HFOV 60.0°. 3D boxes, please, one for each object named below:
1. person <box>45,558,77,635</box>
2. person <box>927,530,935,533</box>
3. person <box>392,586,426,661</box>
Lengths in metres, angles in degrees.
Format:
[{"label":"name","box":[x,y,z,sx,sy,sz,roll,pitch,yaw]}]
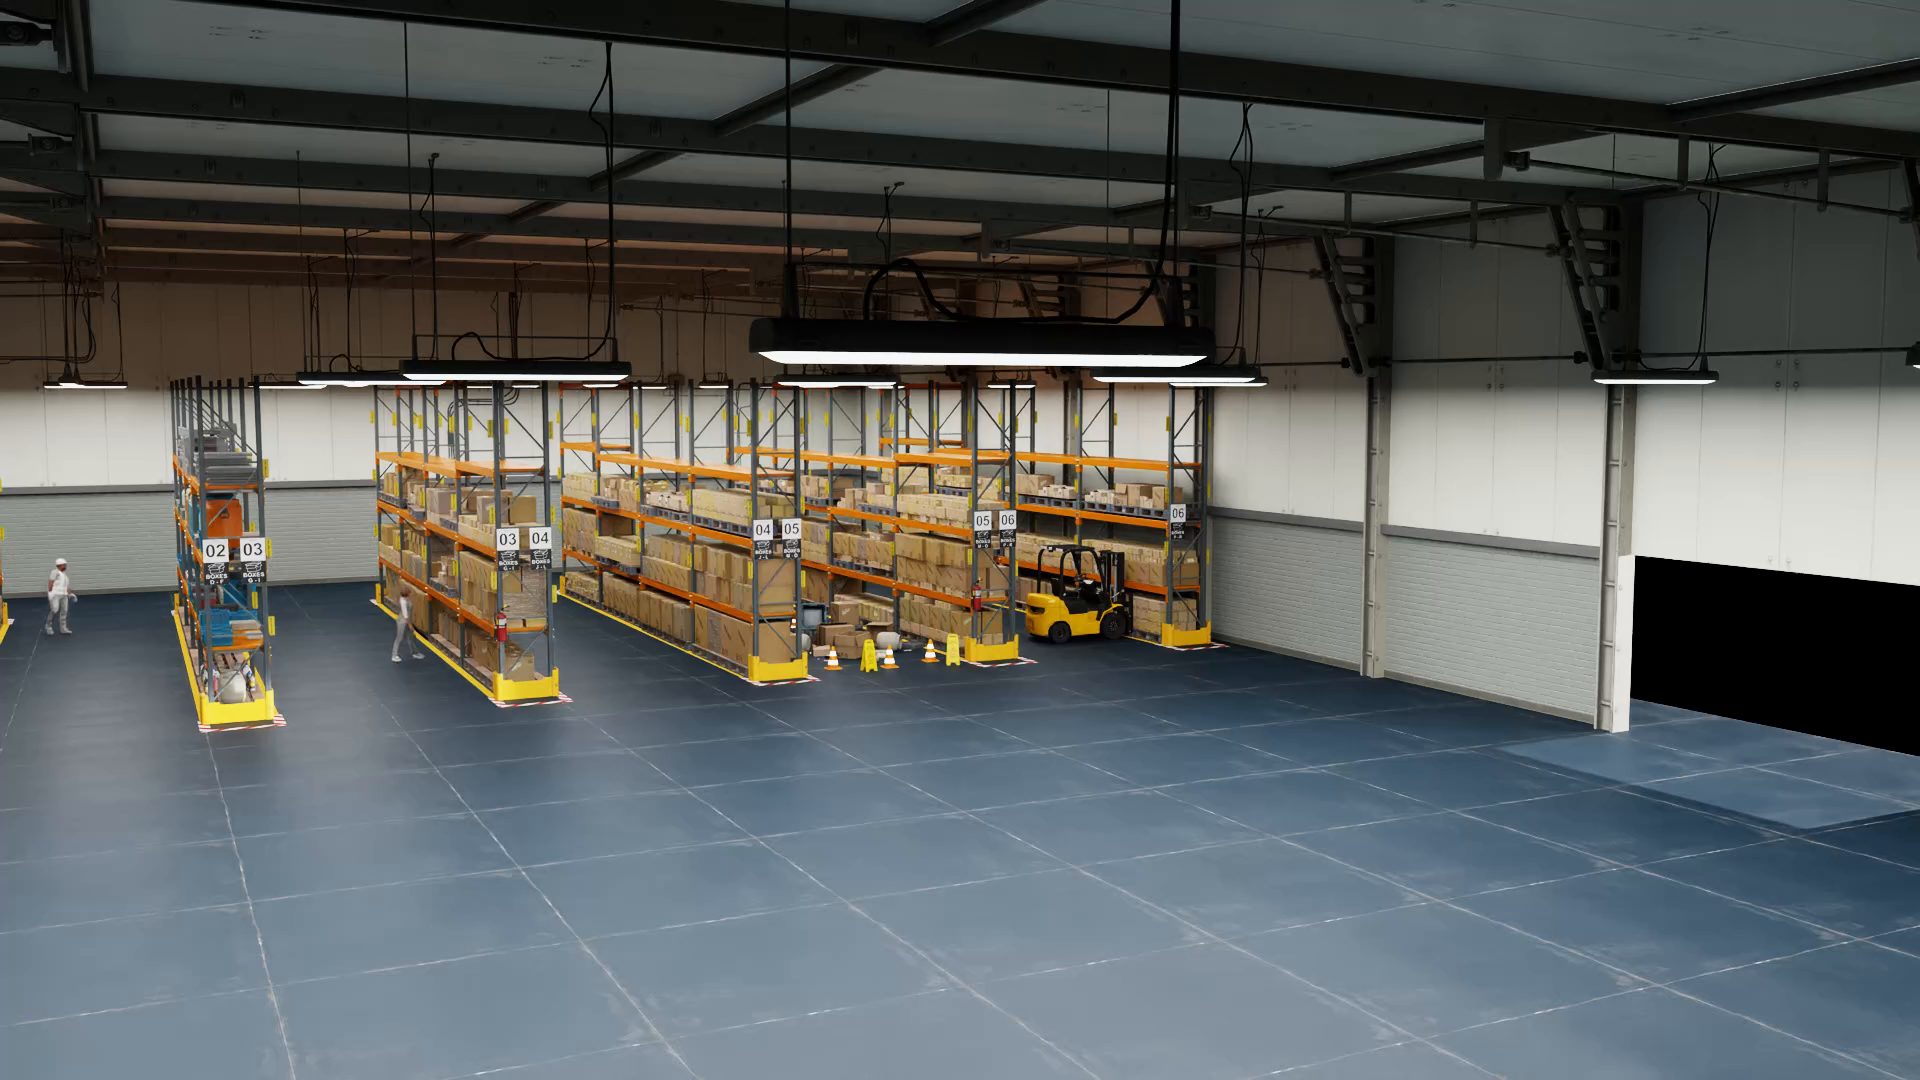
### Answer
[{"label":"person","box":[-21.326,1.344,39.368,0.446,1.796,0.710,1,5,13]},{"label":"person","box":[-0.793,0.543,45.330,0.492,1.865,0.611,-5,7,-44]},{"label":"person","box":[-11.811,1.772,35.506,0.603,1.587,0.581,0,5,0]}]
